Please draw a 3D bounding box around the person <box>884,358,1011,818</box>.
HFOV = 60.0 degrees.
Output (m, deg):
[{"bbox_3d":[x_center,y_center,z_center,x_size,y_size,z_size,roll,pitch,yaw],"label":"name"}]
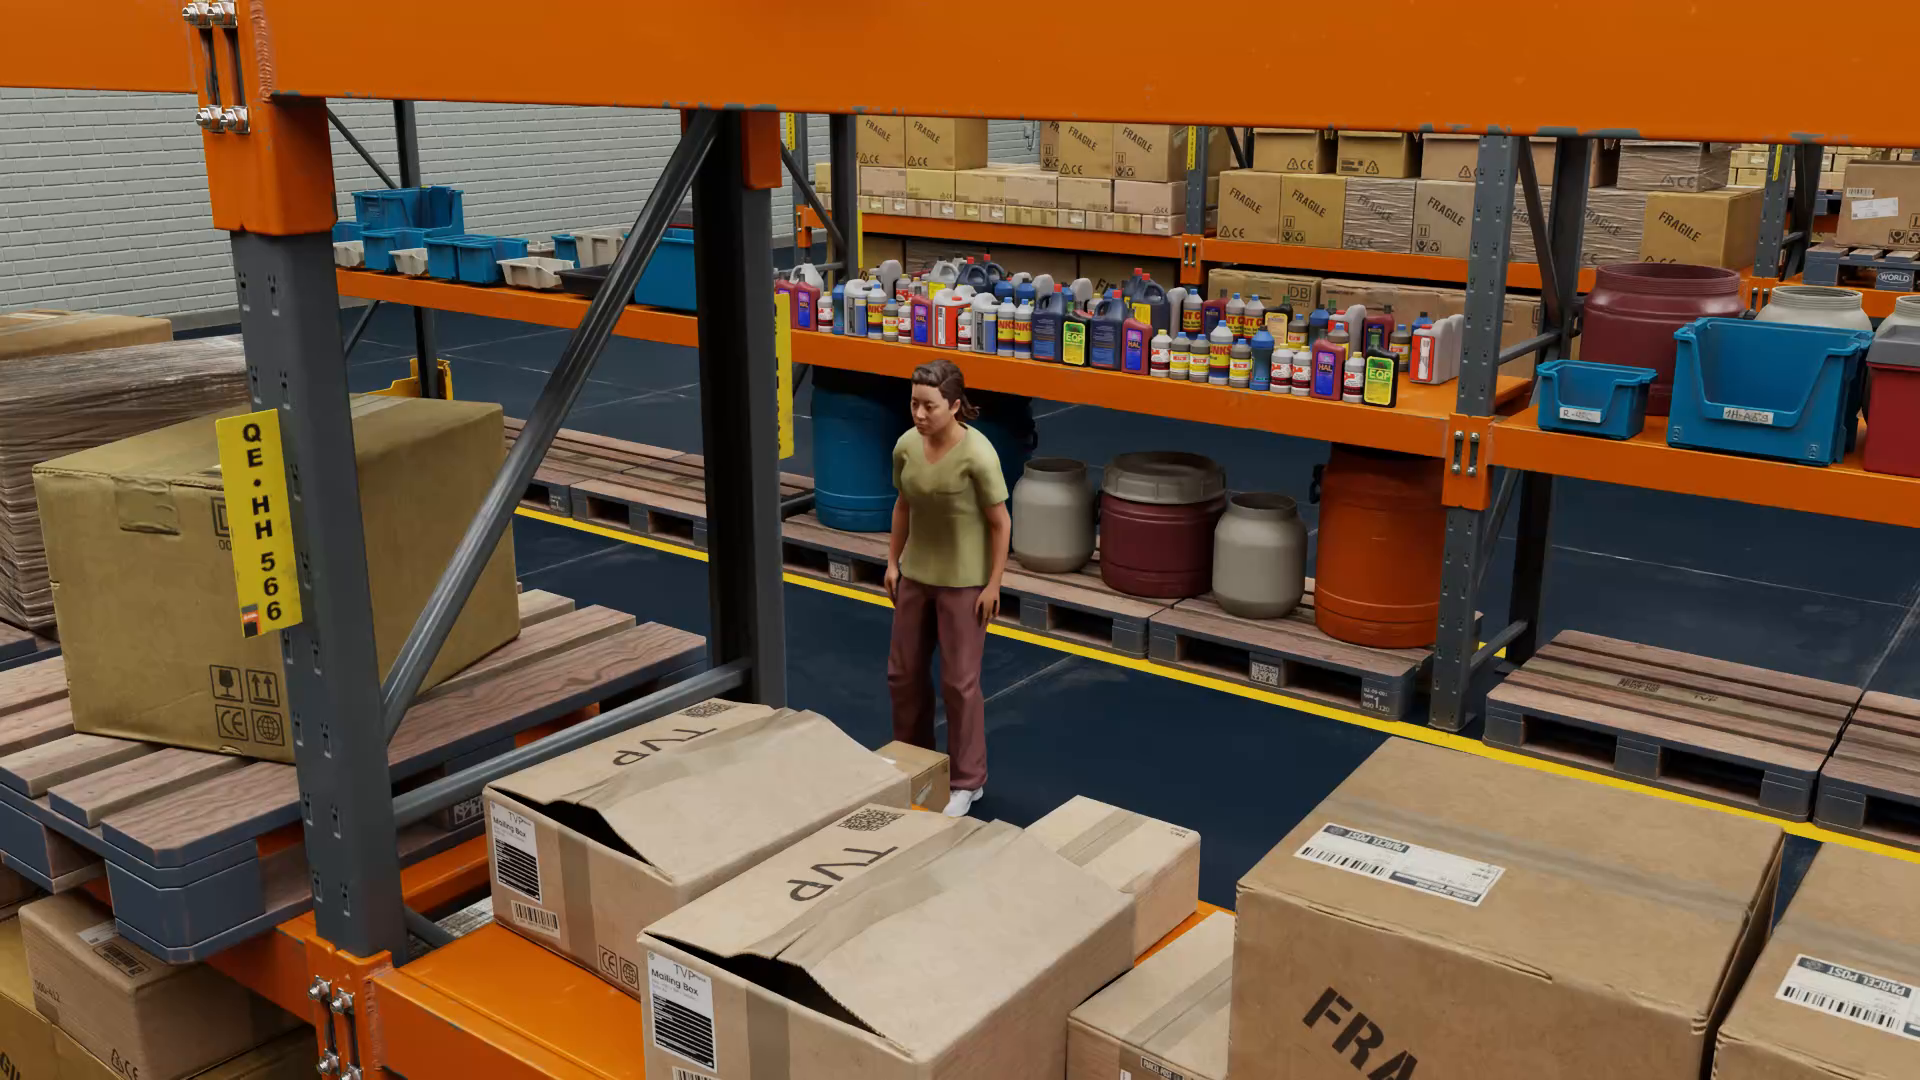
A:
[{"bbox_3d":[-0.069,0.164,5.992,0.499,1.672,0.361,11,20,33],"label":"person"}]
